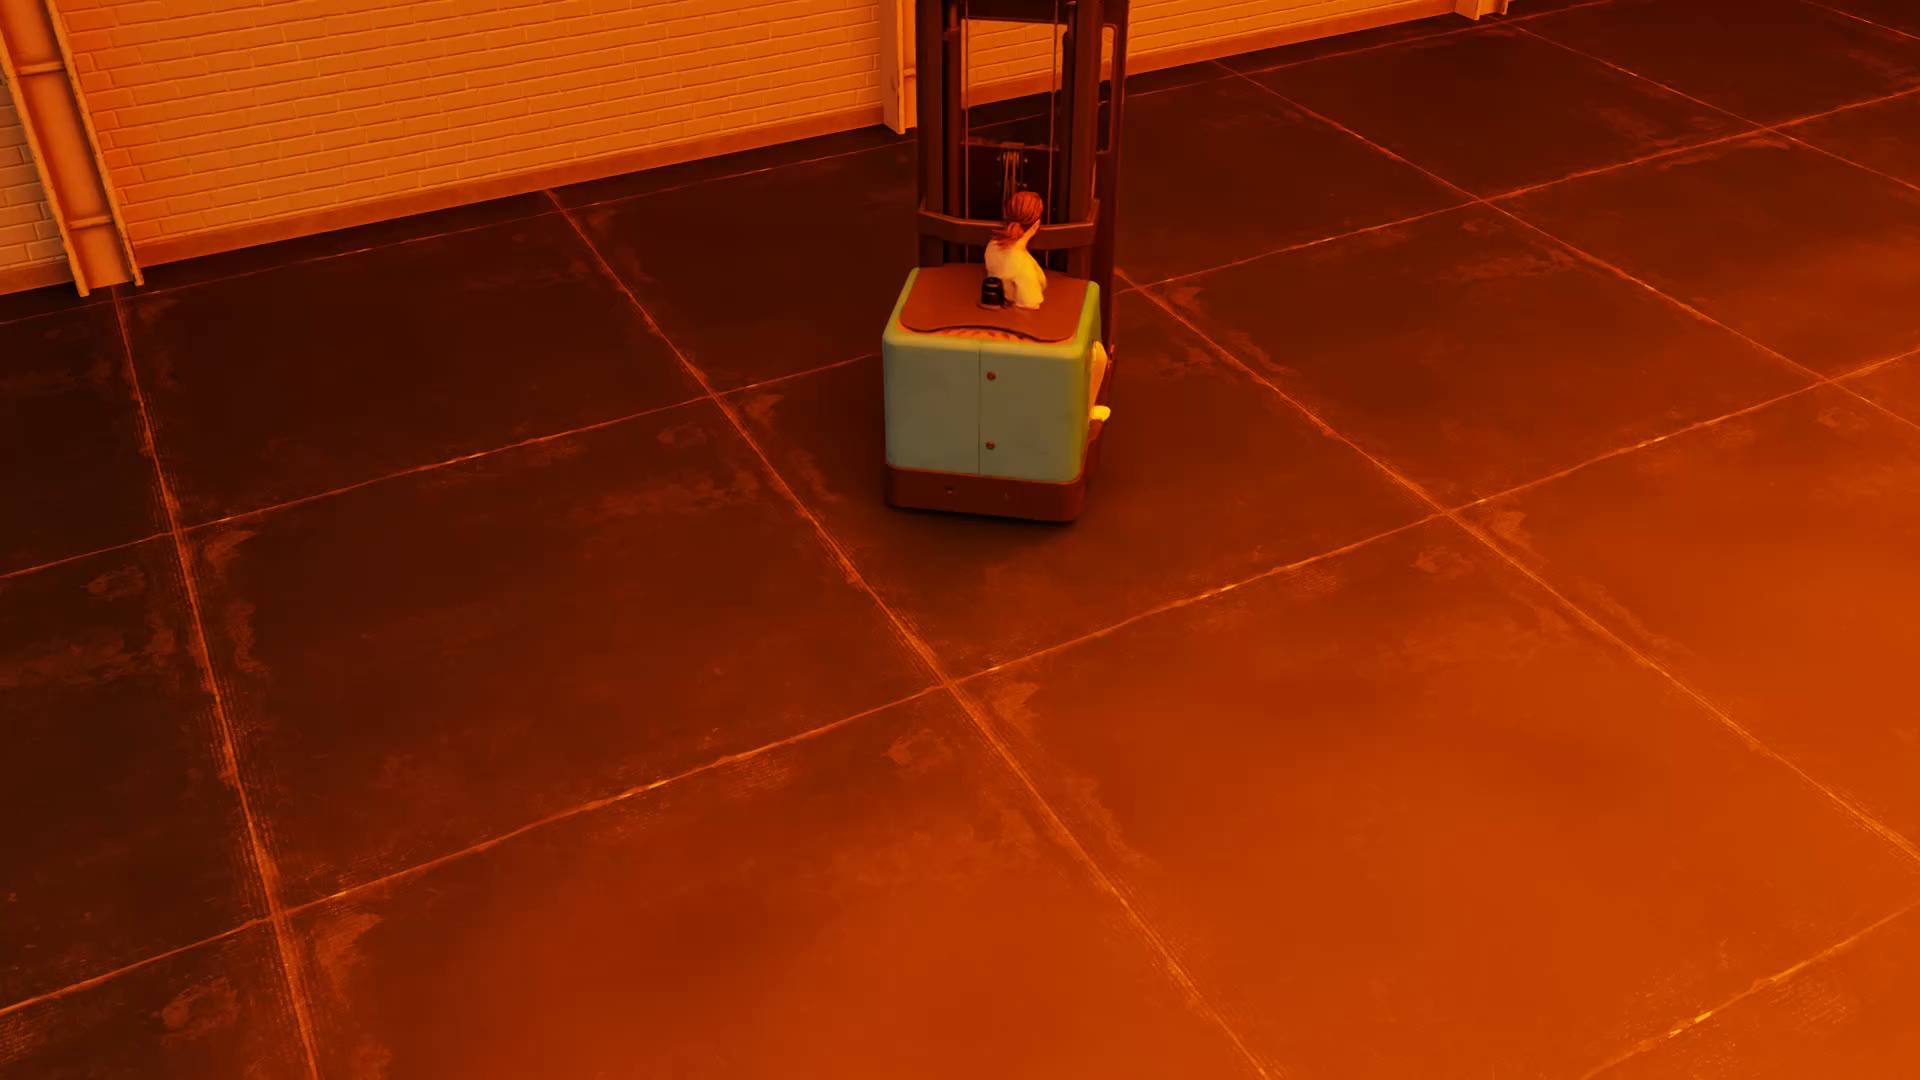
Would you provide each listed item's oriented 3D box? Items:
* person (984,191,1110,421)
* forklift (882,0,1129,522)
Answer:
[{"bbox_3d":[0.414,-1.120,8.804,0.755,1.574,0.661,-15,38,-20],"label":"person"},{"bbox_3d":[0.355,-2.134,9.141,1.130,2.935,3.031,6,36,8],"label":"forklift"}]
